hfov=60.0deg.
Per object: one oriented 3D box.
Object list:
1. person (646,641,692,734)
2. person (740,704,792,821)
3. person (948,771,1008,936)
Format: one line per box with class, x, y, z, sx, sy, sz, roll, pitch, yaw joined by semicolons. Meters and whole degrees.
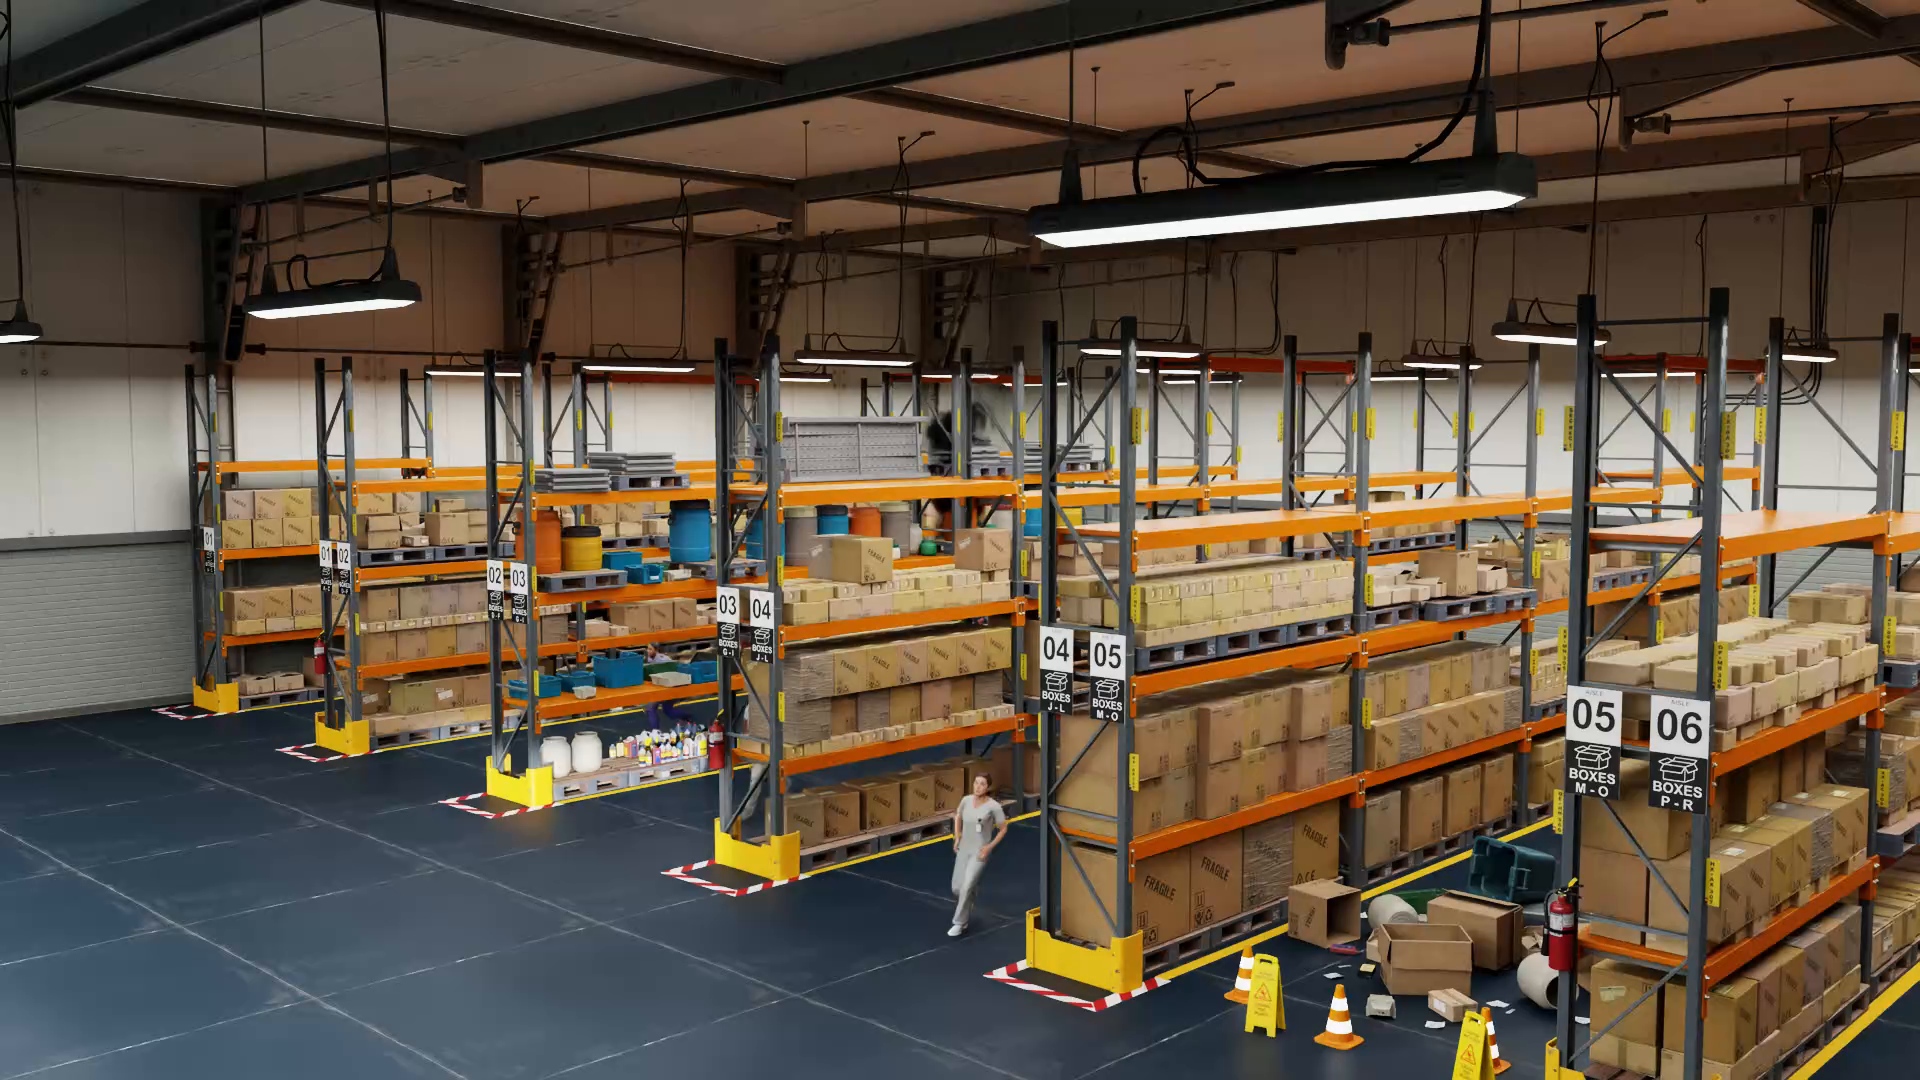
person;-4.634;2.383;26.240;0.613;1.641;0.887;3;6;38
person;-2.507;2.657;21.347;0.725;1.756;0.993;3;6;38
person;0.211;3.096;16.559;0.578;1.633;0.594;2;5;25
